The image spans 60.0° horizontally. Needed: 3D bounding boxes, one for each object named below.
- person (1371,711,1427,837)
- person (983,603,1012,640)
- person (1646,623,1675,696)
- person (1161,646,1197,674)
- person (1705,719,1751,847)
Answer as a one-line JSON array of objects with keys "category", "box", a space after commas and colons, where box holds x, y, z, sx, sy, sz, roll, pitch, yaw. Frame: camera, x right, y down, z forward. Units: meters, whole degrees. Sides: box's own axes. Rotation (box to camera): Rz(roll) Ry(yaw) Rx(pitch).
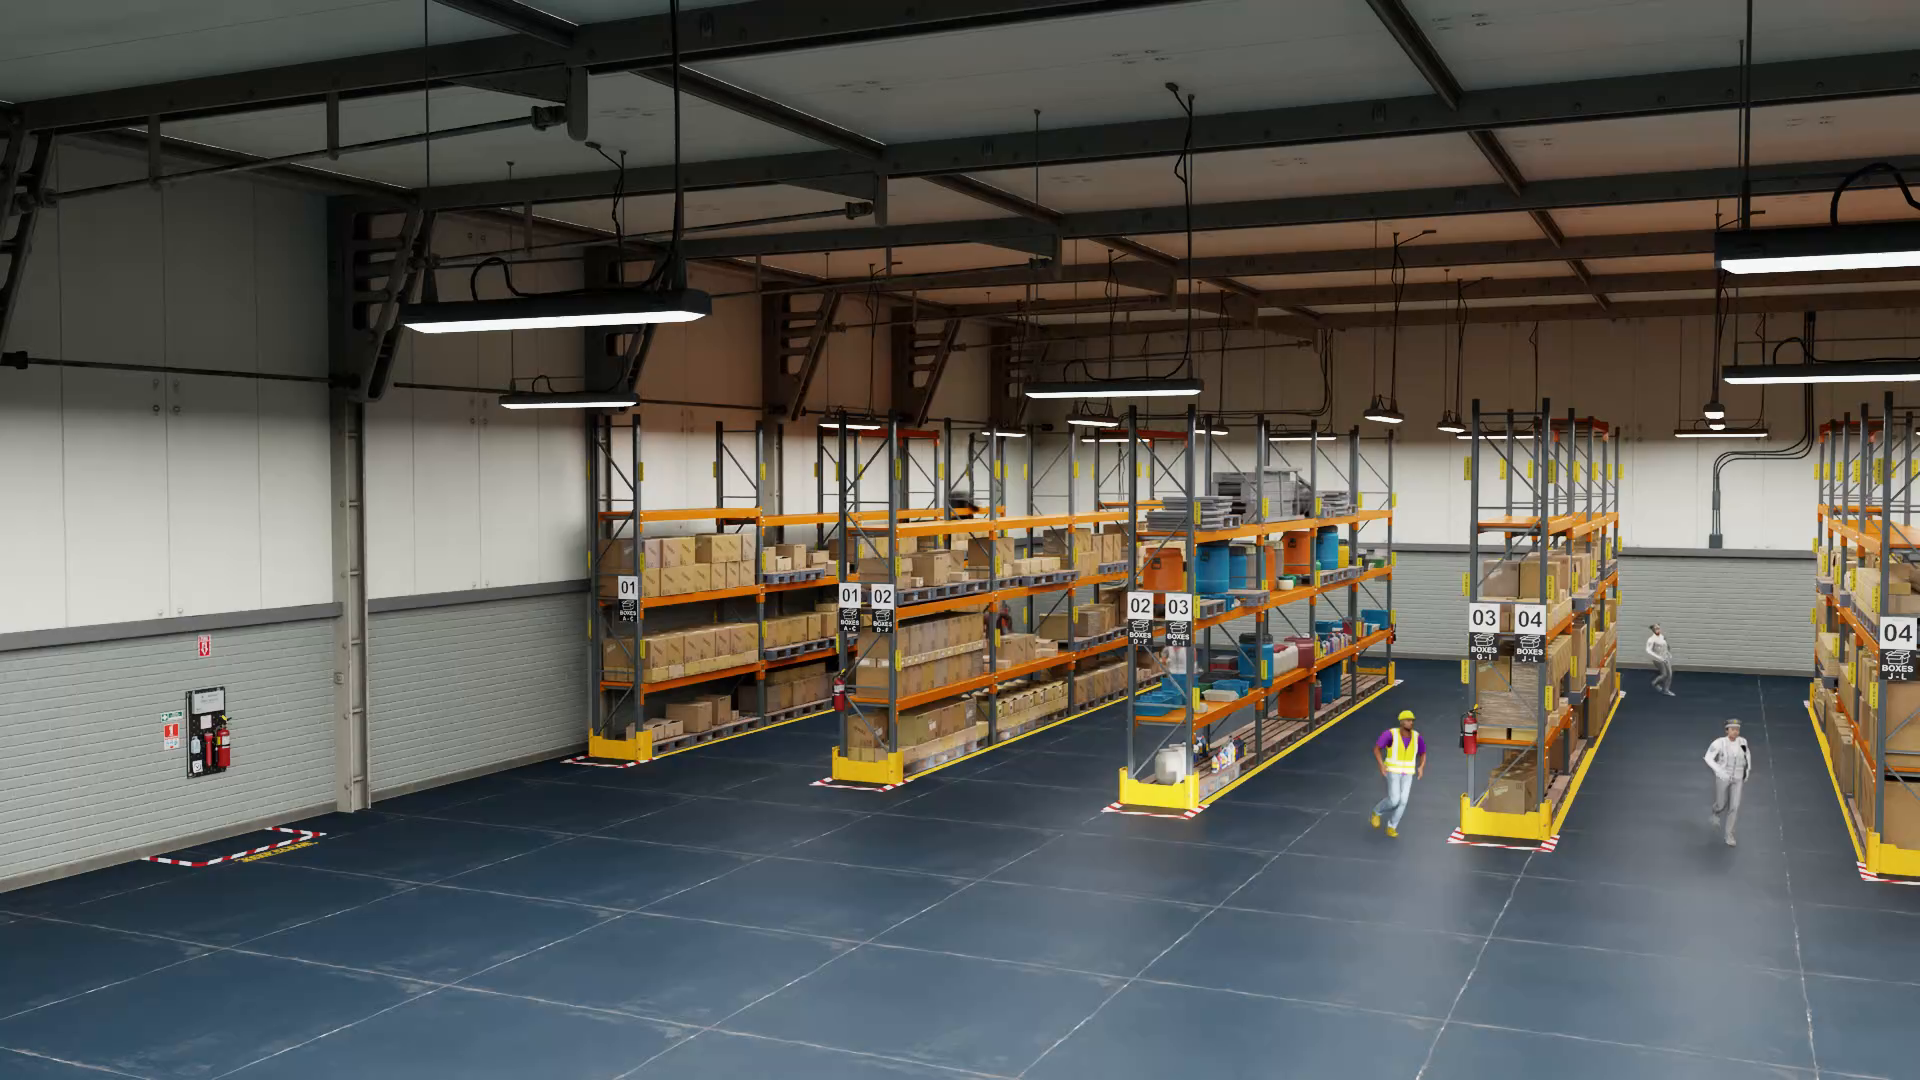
[{"category": "person", "box": [6.096, 3.200, 22.974, 0.723, 1.712, 0.565, 0, 2, -8]}, {"category": "person", "box": [0.779, 2.310, 37.919, 0.753, 1.833, 0.868, 1, 2, 17]}, {"category": "person", "box": [15.626, 2.664, 37.144, 0.646, 1.631, 0.548, -1, 3, -25]}, {"category": "person", "box": [4.442, 2.713, 33.802, 0.697, 1.745, 0.807, 1, 2, 16]}, {"category": "person", "box": [10.444, 3.245, 22.601, 0.641, 1.685, 0.877, 0, 2, 5]}]
